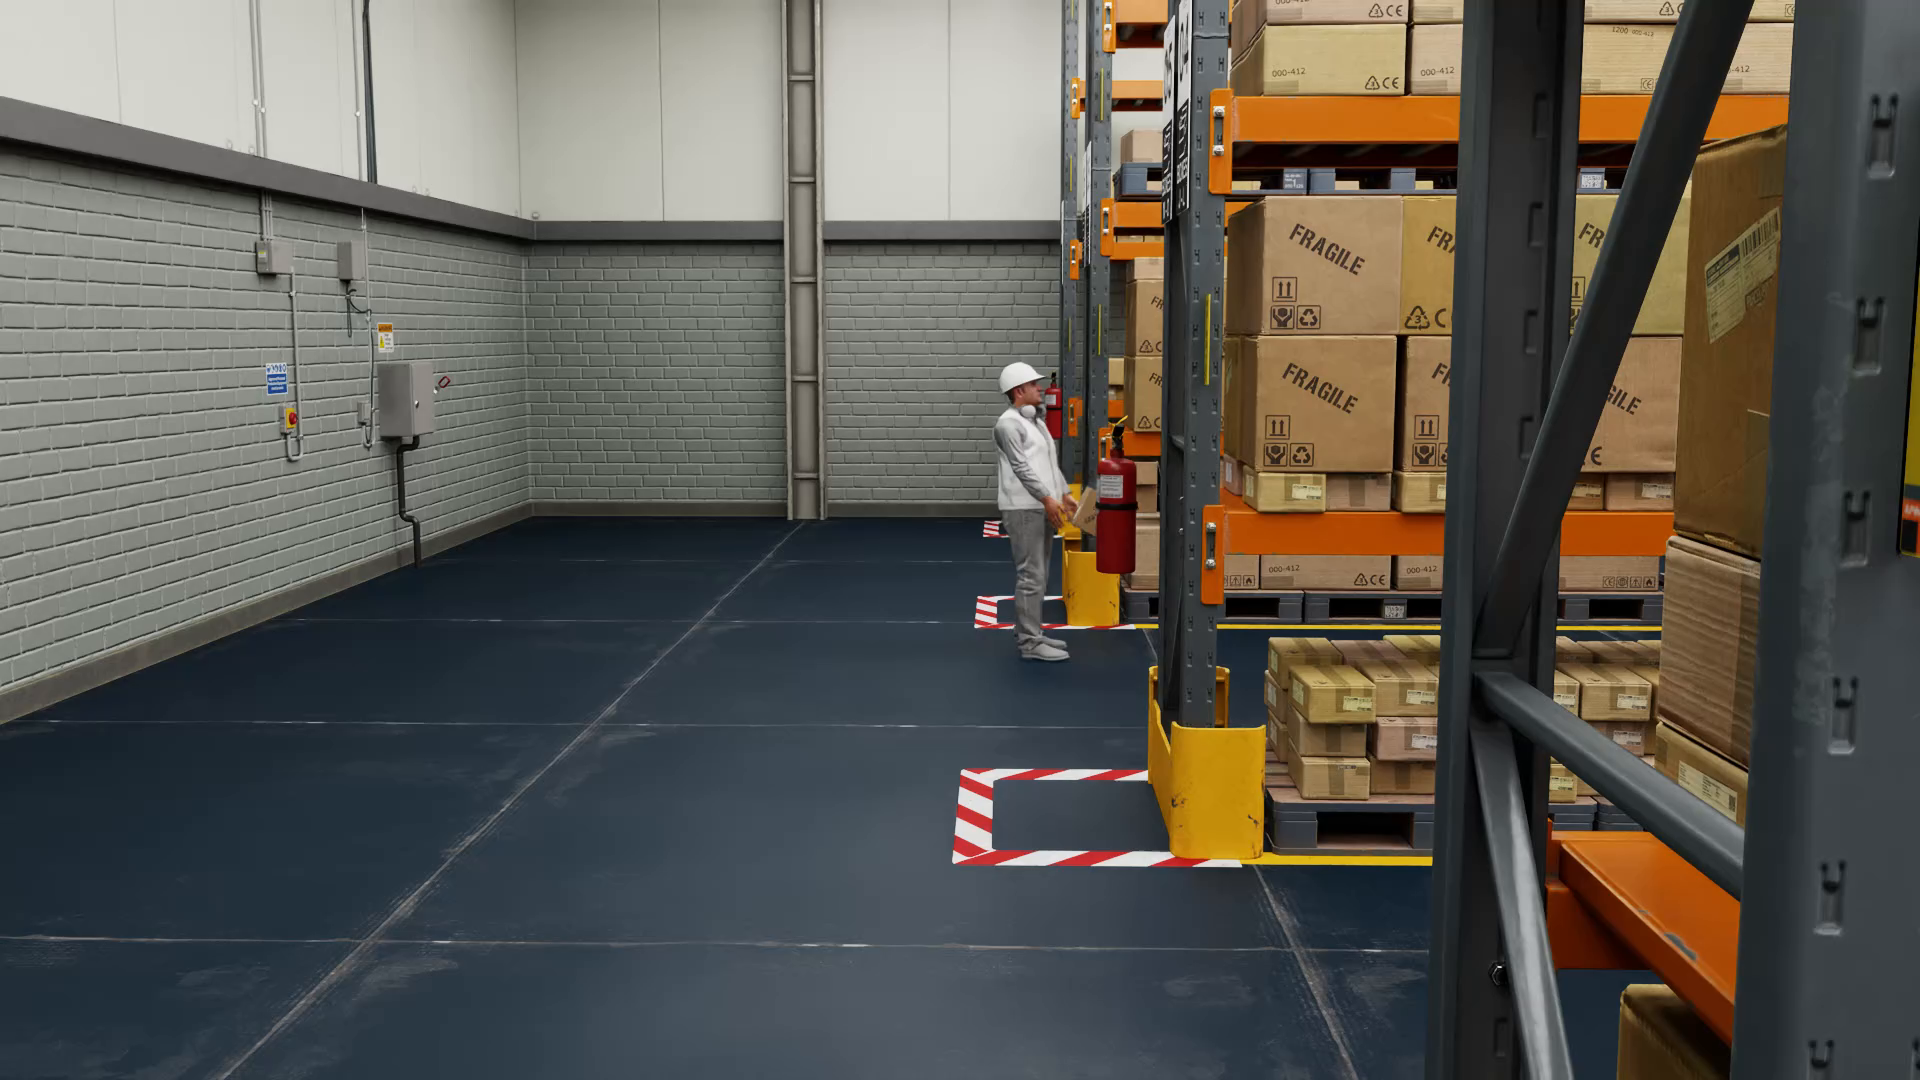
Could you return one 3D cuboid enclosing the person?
[{"bbox_3d":[0.488,-0.185,10.098,0.523,1.775,0.526,3,8,23],"label":"person"}]
